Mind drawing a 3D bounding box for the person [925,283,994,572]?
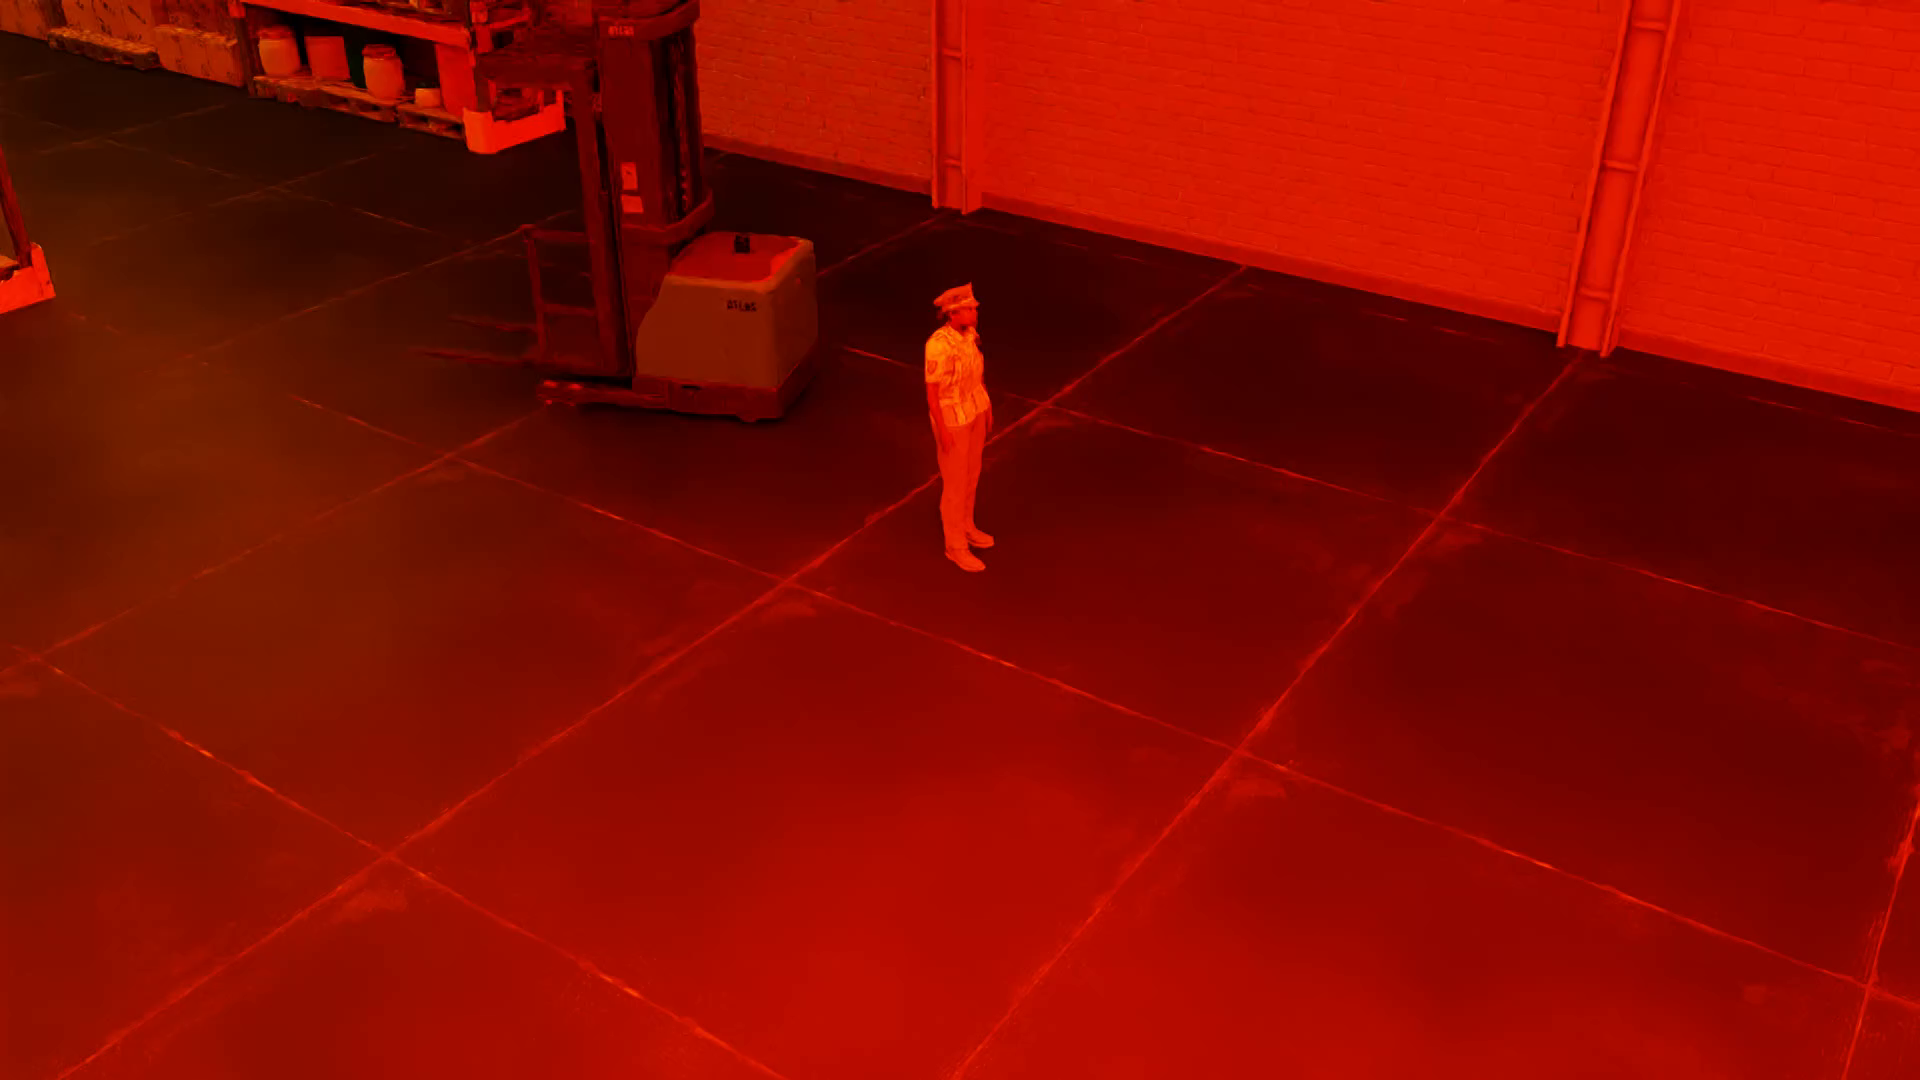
[{"bbox_3d":[0.051,-0.710,10.020,0.529,1.695,0.570,19,35,29],"label":"person"}]

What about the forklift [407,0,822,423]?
[{"bbox_3d":[-2.626,-2.495,11.877,3.031,2.935,1.130,7,31,12],"label":"forklift"}]
